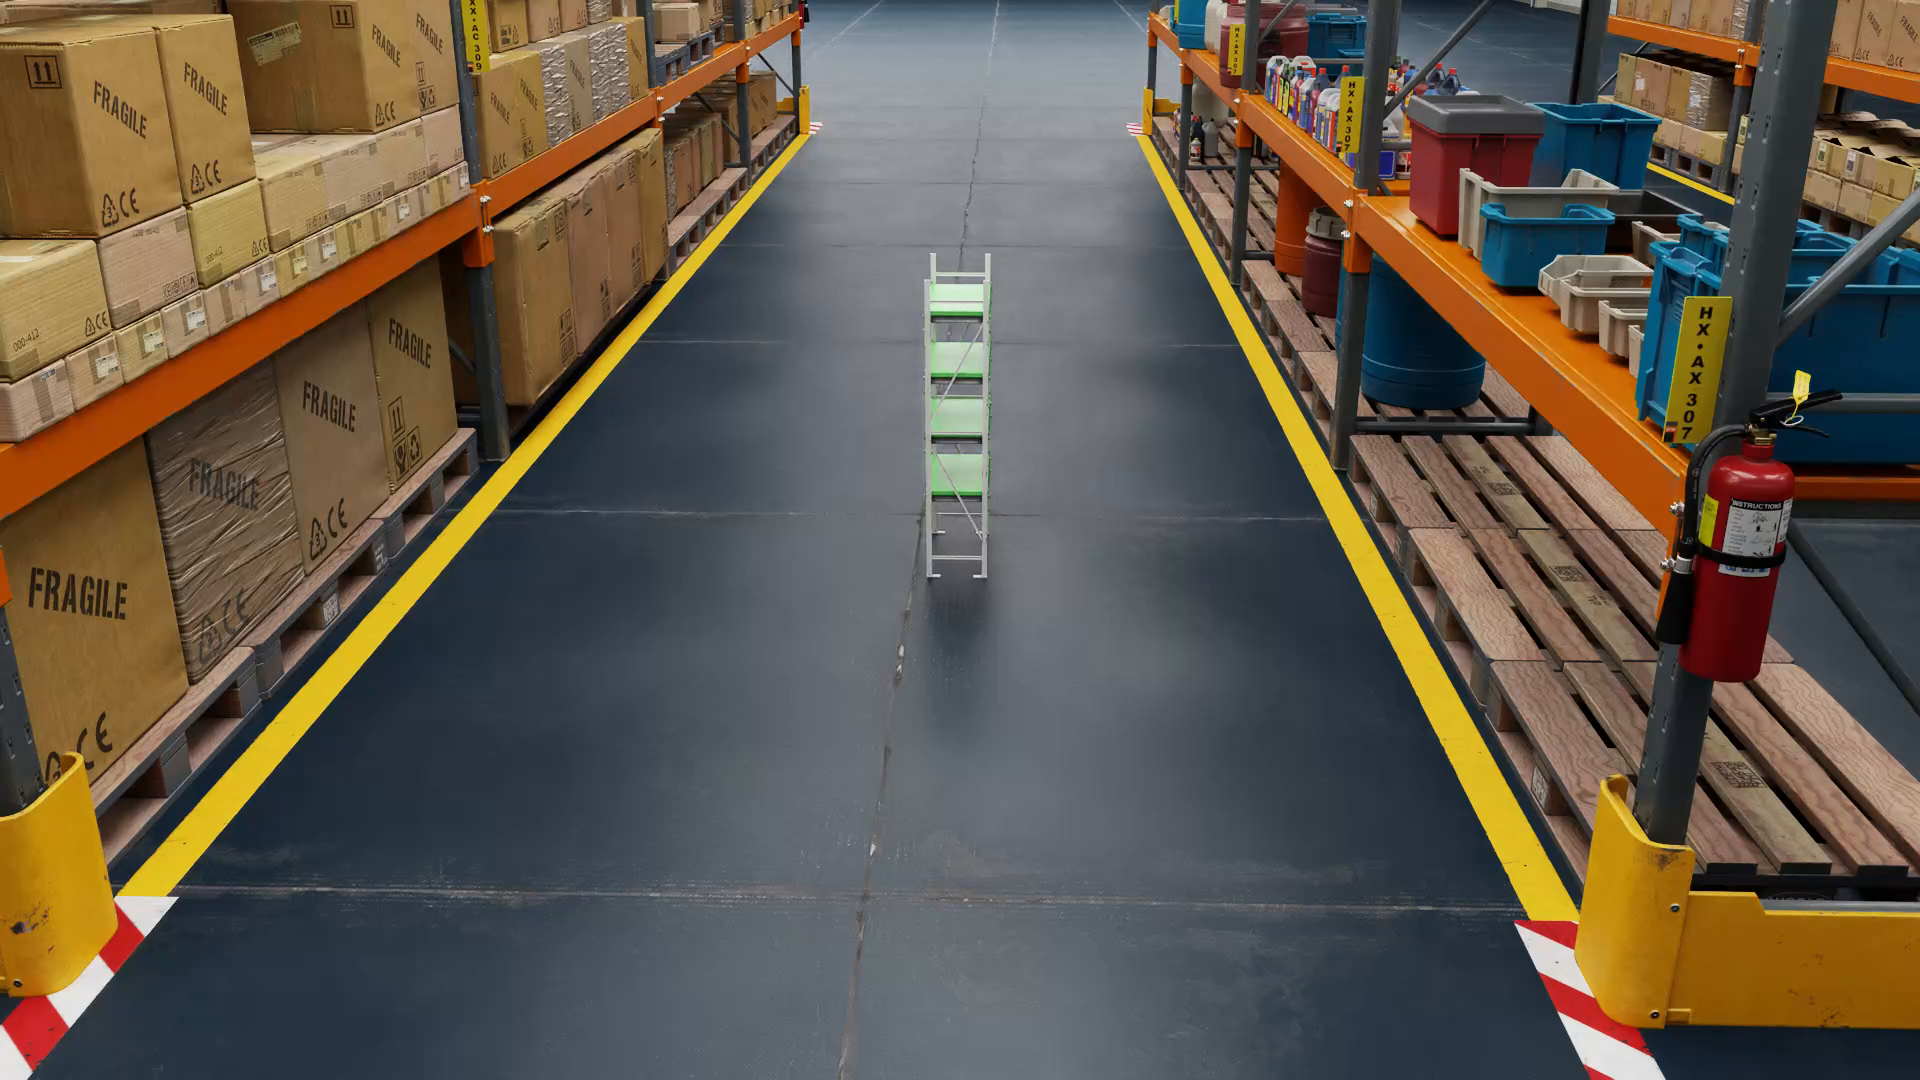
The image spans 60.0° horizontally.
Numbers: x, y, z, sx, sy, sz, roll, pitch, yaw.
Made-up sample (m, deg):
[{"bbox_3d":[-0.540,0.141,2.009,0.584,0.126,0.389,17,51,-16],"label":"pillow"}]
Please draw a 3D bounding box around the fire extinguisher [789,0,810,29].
[{"bbox_3d":[-1.854,-6.129,18.785,0.296,0.674,0.183,1,21,2],"label":"fire extinguisher"}]

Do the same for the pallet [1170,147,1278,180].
[{"bbox_3d":[2.573,-3.570,15.939,1.003,0.211,1.213,1,21,2],"label":"pallet"}]

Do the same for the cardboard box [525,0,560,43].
[{"bbox_3d":[-2.637,-3.008,9.110,0.797,0.503,0.637,1,21,3],"label":"cardboard box"}]

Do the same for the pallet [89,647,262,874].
[{"bbox_3d":[-2.859,0.666,5.020,1.003,0.211,1.213,1,21,2],"label":"pallet"}]

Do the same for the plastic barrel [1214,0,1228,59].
[{"bbox_3d":[2.240,-4.083,13.216,0.433,0.535,0.433,0,21,0],"label":"plastic barrel"}]

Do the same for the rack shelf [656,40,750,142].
[{"bbox_3d":[-2.501,-3.624,13.217,1.077,0.370,4.000,1,21,2],"label":"rack shelf"}]

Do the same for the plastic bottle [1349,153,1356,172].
[{"bbox_3d":[1.918,-1.911,7.969,0.061,0.283,0.133,1,21,2],"label":"plastic bottle"}]

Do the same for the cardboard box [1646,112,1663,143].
[{"bbox_3d":[7.297,-4.199,16.923,0.500,0.250,0.500,1,21,2],"label":"cardboard box"}]

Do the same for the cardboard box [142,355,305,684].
[{"bbox_3d":[-2.838,-0.110,5.523,0.875,0.875,0.875,1,21,2],"label":"cardboard box"}]

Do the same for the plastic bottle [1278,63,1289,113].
[{"bbox_3d":[1.989,-2.759,10.155,0.061,0.283,0.133,1,21,2],"label":"plastic bottle"}]

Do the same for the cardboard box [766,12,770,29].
[{"bbox_3d":[-2.101,-5.182,16.586,0.380,0.149,0.250,1,21,2],"label":"cardboard box"}]

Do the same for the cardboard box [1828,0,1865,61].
[{"bbox_3d":[7.406,-4.151,13.442,0.500,0.500,0.500,2,21,6],"label":"cardboard box"}]

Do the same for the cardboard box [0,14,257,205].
[{"bbox_3d":[-2.496,-1.301,4.994,0.500,0.500,0.500,0,21,0],"label":"cardboard box"}]

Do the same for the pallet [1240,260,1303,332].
[{"bbox_3d":[2.407,-1.596,10.851,1.003,0.211,1.213,1,21,2],"label":"pallet"}]

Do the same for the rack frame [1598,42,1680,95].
[{"bbox_3d":[7.583,-6.018,18.393,1.000,3.000,0.127,1,21,2],"label":"rack frame"}]

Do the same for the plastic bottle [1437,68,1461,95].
[{"bbox_3d":[2.712,-2.422,9.193,0.144,0.351,0.185,1,21,2],"label":"plastic bottle"}]

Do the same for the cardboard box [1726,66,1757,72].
[{"bbox_3d":[7.819,-4.361,16.307,0.500,0.500,0.500,1,21,2],"label":"cardboard box"}]

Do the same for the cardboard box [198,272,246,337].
[{"bbox_3d":[-2.435,-0.723,5.092,0.380,0.149,0.250,0,21,1],"label":"cardboard box"}]

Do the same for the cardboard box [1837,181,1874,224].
[{"bbox_3d":[7.142,-2.601,12.806,0.500,0.250,0.500,1,21,3],"label":"cardboard box"}]

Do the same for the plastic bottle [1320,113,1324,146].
[{"bbox_3d":[1.963,-2.194,8.812,0.097,0.201,0.097,0,21,0],"label":"plastic bottle"}]

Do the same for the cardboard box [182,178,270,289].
[{"bbox_3d":[-2.493,-0.953,5.134,0.500,0.250,0.500,0,21,0],"label":"cardboard box"}]

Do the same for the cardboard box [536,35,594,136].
[{"bbox_3d":[-2.379,-2.550,9.315,0.500,0.500,0.500,1,21,3],"label":"cardboard box"}]

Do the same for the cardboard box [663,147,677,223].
[{"bbox_3d":[-2.557,-2.719,12.738,0.700,0.500,0.500,-1,21,-3],"label":"cardboard box"}]

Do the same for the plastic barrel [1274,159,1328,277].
[{"bbox_3d":[2.391,-2.189,10.943,0.600,0.830,0.708,1,21,2],"label":"plastic barrel"}]

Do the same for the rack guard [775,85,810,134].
[{"bbox_3d":[-2.321,-4.936,19.059,1.175,0.500,0.348,1,21,2],"label":"rack guard"}]

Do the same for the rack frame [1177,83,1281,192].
[{"bbox_3d":[2.511,-4.628,14.810,1.000,3.000,0.127,1,21,2],"label":"rack frame"}]

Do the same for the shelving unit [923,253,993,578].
[{"bbox_3d":[-0.005,-0.500,6.658,0.258,1.200,0.503,1,21,2],"label":"shelving unit"}]

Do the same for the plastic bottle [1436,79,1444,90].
[{"bbox_3d":[2.698,-2.449,9.354,0.061,0.283,0.133,1,21,2],"label":"plastic bottle"}]

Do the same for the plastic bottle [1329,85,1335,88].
[{"bbox_3d":[2.035,-2.358,9.138,0.097,0.271,0.097,0,21,0],"label":"plastic bottle"}]

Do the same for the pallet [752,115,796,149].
[{"bbox_3d":[-2.381,-4.508,18.355,1.003,0.211,1.213,1,21,2],"label":"pallet"}]

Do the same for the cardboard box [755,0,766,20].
[{"bbox_3d":[-2.314,-5.210,15.761,0.875,0.500,0.500,1,21,2],"label":"cardboard box"}]

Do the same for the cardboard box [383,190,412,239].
[{"bbox_3d":[-2.389,-1.280,6.529,0.380,0.149,0.250,1,21,3],"label":"cardboard box"}]

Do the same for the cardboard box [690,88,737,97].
[{"bbox_3d":[-2.438,-4.290,16.813,0.500,0.500,0.500,-1,21,-3],"label":"cardboard box"}]

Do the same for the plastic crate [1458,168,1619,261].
[{"bbox_3d":[2.037,-1.158,5.948,0.437,0.282,0.530,1,21,2],"label":"plastic crate"}]

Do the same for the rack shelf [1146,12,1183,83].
[{"bbox_3d":[2.571,-5.016,16.804,1.077,0.370,4.000,1,21,2],"label":"rack shelf"}]

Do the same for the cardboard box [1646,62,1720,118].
[{"bbox_3d":[7.296,-4.548,16.788,0.500,0.500,0.500,1,21,2],"label":"cardboard box"}]

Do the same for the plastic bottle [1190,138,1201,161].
[{"bbox_3d":[2.210,-3.663,15.583,0.097,0.201,0.097,0,21,0],"label":"plastic bottle"}]

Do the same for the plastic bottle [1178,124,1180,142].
[{"bbox_3d":[2.249,-4.127,16.778,0.097,0.201,0.097,0,21,0],"label":"plastic bottle"}]

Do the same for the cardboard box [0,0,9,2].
[{"bbox_3d":[-7.479,-4.185,12.148,0.700,0.500,0.500,0,21,1],"label":"cardboard box"}]

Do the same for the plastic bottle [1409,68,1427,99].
[{"bbox_3d":[2.762,-2.705,10.032,0.097,0.271,0.097,0,21,0],"label":"plastic bottle"}]

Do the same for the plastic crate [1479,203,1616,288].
[{"bbox_3d":[1.952,-0.984,5.568,0.416,0.233,0.300,1,21,2],"label":"plastic crate"}]

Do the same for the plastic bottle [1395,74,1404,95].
[{"bbox_3d":[2.774,-2.813,10.407,0.097,0.201,0.097,0,21,0],"label":"plastic bottle"}]

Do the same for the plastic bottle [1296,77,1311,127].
[{"bbox_3d":[1.987,-2.510,9.528,0.097,0.271,0.097,0,21,0],"label":"plastic bottle"}]

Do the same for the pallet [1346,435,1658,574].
[{"bbox_3d":[2.284,-0.169,7.173,1.003,0.211,1.213,1,21,2],"label":"pallet"}]

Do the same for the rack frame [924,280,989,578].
[{"bbox_3d":[-0.012,-0.411,6.430,0.240,1.200,0.015,1,21,2],"label":"rack frame"}]

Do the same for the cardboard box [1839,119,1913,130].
[{"bbox_3d":[7.726,-3.410,14.115,0.500,0.311,0.500,1,21,3],"label":"cardboard box"}]

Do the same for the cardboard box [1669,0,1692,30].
[{"bbox_3d":[7.512,-5.337,16.498,0.700,0.500,0.500,1,21,3],"label":"cardboard box"}]

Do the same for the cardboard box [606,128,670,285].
[{"bbox_3d":[-2.604,-2.192,10.889,1.225,0.875,0.875,0,21,-1],"label":"cardboard box"}]

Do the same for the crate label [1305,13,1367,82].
[{"bbox_3d":[2.689,-3.554,11.994,0.502,0.435,0.616,1,21,2],"label":"crate label"}]

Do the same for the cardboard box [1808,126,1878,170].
[{"bbox_3d":[7.165,-3.233,13.659,0.500,0.311,0.500,0,21,0],"label":"cardboard box"}]

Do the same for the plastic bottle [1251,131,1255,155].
[{"bbox_3d":[2.806,-3.887,15.954,0.144,0.351,0.185,1,21,2],"label":"plastic bottle"}]
